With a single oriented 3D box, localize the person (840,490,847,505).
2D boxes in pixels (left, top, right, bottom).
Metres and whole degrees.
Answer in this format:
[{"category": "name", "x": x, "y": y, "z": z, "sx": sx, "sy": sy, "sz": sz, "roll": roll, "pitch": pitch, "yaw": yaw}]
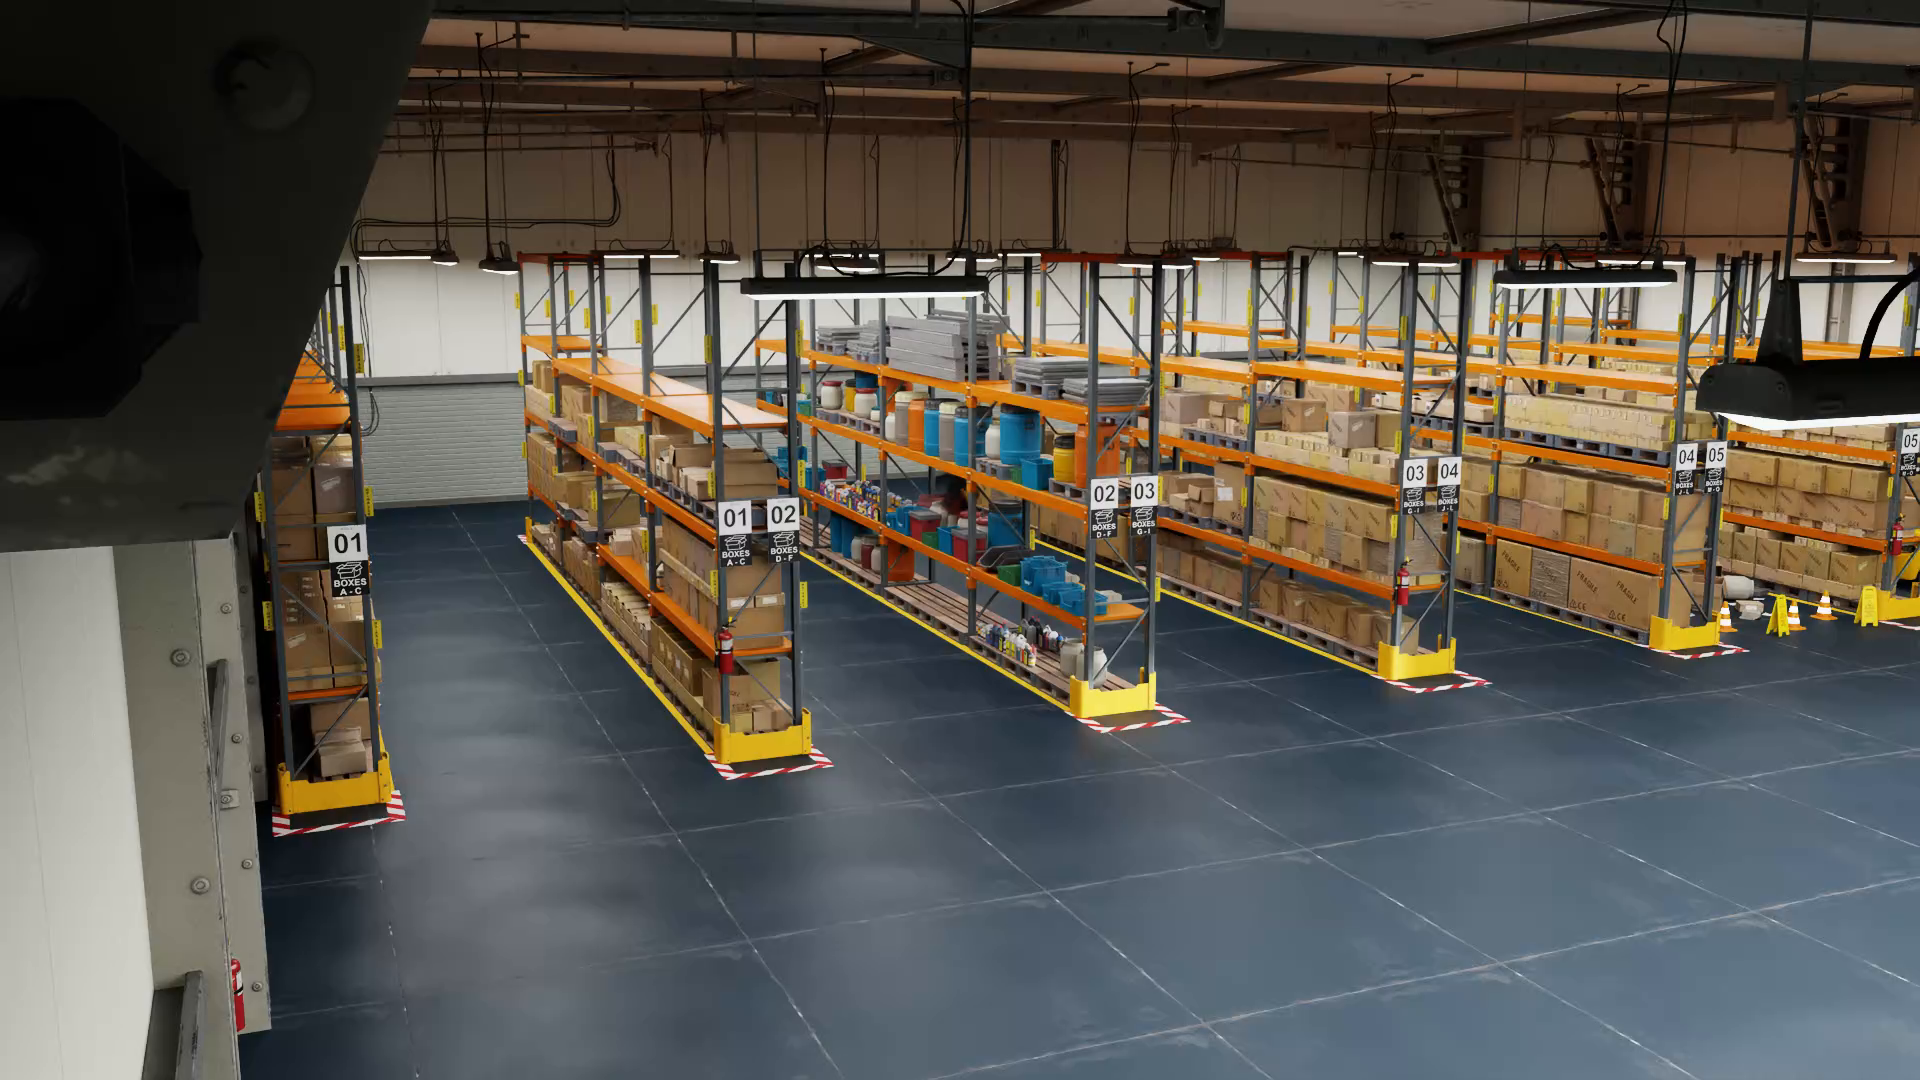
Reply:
[{"category": "person", "x": 0.116, "y": -0.875, "z": 35.356, "sx": 8.607, "sy": 1.644, "sz": 3.123, "roll": -9, "pitch": 13, "yaw": -39}]
